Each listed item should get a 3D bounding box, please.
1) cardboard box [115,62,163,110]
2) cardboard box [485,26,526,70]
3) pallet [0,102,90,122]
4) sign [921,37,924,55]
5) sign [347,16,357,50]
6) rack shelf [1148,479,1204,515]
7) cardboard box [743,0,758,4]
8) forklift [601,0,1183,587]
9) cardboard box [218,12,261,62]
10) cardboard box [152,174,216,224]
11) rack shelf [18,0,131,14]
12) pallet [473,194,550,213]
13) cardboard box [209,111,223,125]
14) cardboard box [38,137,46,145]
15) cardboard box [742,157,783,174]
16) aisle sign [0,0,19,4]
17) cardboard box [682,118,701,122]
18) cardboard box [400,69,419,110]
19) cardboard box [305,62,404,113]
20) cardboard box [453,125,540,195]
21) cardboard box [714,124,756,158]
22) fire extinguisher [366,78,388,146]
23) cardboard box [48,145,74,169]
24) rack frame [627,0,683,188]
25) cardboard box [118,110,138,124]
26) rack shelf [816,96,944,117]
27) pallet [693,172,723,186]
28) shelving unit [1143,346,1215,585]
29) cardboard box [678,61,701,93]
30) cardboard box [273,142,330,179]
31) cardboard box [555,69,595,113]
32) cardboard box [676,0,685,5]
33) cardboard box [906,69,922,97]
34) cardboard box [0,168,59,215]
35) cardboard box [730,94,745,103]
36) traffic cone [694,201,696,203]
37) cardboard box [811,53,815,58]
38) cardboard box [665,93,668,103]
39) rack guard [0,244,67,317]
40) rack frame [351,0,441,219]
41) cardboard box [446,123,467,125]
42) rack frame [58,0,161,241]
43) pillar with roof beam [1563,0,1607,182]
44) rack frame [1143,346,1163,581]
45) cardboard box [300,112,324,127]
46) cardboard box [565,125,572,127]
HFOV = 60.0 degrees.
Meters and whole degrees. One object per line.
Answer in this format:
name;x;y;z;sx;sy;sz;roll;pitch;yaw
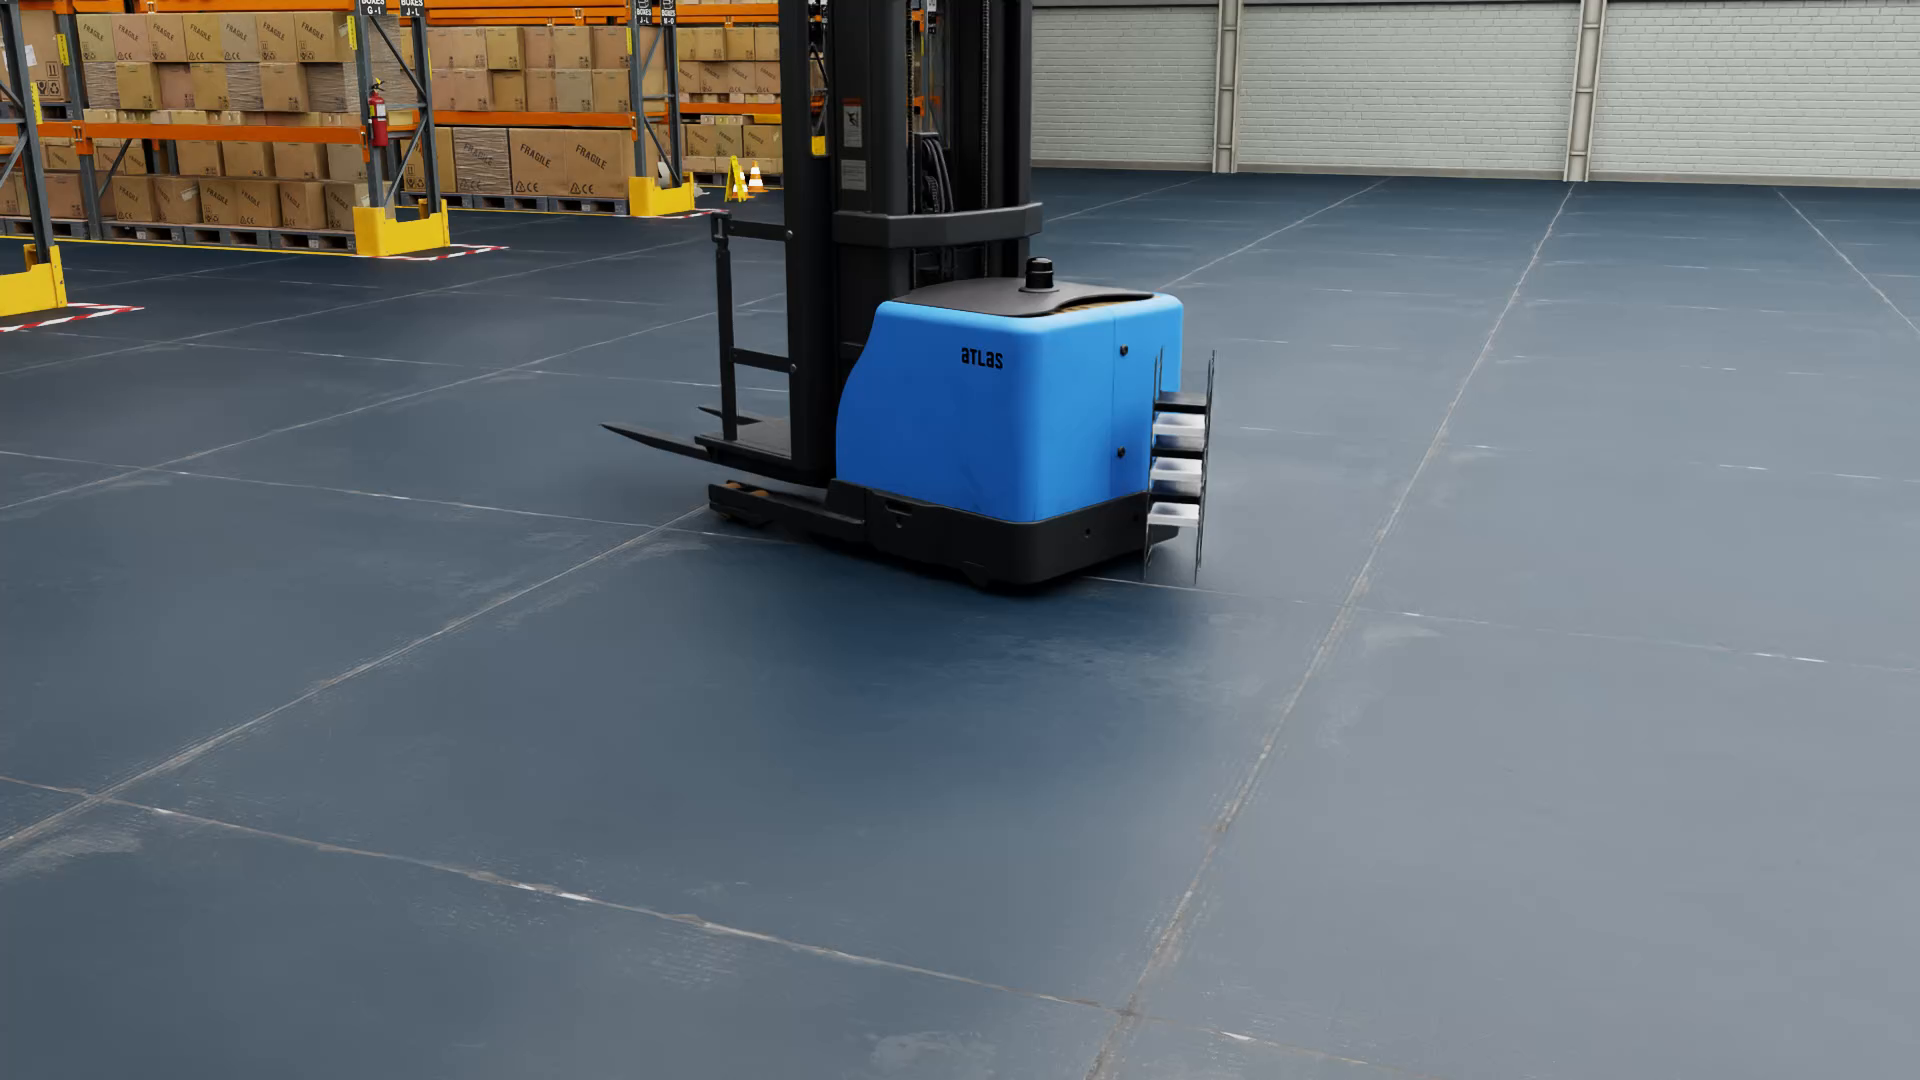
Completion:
cardboard box;-8.793;-5.037;18.431;0.500;0.500;0.875;6;17;21
cardboard box;-5.895;-6.619;22.388;0.500;0.550;0.875;6;17;21
pallet;-10.299;-4.992;19.333;1.213;0.211;1.003;6;17;21
sign;-0.678;-8.948;30.113;0.005;0.325;0.100;6;17;21
sign;-6.143;-5.125;16.804;0.005;0.325;0.100;6;17;21
rack shelf;0.860;-0.176;6.598;0.200;0.077;0.258;5;17;11
cardboard box;-3.197;-8.466;26.026;0.250;0.149;0.380;7;18;22
forklift;-0.490;-1.555;7.273;3.031;2.935;1.130;15;22;42
cardboard box;-7.454;-5.324;17.626;0.500;0.500;0.500;6;17;21
cardboard box;-8.748;-3.862;18.826;0.500;0.500;0.500;13;21;38
rack shelf;-11.502;-6.268;19.294;4.000;0.370;1.077;6;17;21
pallet;-5.910;-4.683;22.925;1.213;0.211;1.003;6;17;21
cardboard box;-7.902;-4.584;18.034;0.250;0.149;0.380;6;17;21
cardboard box;-14.083;-6.226;25.625;0.500;0.250;0.500;7;18;22
cardboard box;-3.157;-6.026;26.729;0.500;0.250;0.500;6;17;20
aisle sign;-7.563;-4.592;12.947;0.004;0.787;0.394;6;17;21
cardboard box;-5.396;-8.019;32.923;0.625;0.625;0.875;6;17;20
cardboard box;-7.380;-6.282;23.163;0.550;0.550;0.875;6;17;21
cardboard box;-6.422;-4.813;17.661;0.500;0.500;0.875;6;17;21
cardboard box;-6.328;-5.252;22.942;0.875;0.875;0.875;6;17;21
cardboard box;-3.612;-6.438;26.802;0.500;0.500;0.500;7;18;23
fire extinguisher;-5.983;-4.391;17.057;0.183;0.674;0.296;6;17;21
cardboard box;-13.594;-5.816;25.557;0.500;0.500;0.500;7;17;22
rack frame;-4.006;-5.835;21.893;0.127;3.000;1.000;6;17;21
cardboard box;-9.081;-4.700;18.435;0.250;0.149;0.380;6;17;21
rack shelf;-2.327;-8.276;31.592;4.000;0.370;1.077;6;17;21
pallet;-4.229;-6.015;27.516;1.213;0.211;1.003;6;17;21
shelving unit;0.863;-0.294;6.563;0.210;0.900;0.258;5;17;11
cardboard box;-4.283;-7.466;26.796;0.500;0.500;0.500;6;17;21
cardboard box;-9.234;-5.506;24.040;0.750;0.750;1.050;6;17;21
cardboard box;-4.888;-5.984;22.137;0.550;0.550;0.875;6;17;21
cardboard box;-4.369;-8.605;26.503;0.250;0.149;0.380;6;17;21
cardboard box;-1.021;-8.447;30.712;0.500;0.500;0.500;6;17;19
cardboard box;-11.162;-4.158;19.812;0.500;0.500;0.700;5;17;16
cardboard box;-3.468;-7.039;26.490;0.250;0.149;0.380;7;17;22
traffic cone;-3.979;-5.040;23.703;0.334;0.463;0.336;6;17;21
cardboard box;-2.772;-9.108;31.290;0.250;0.149;0.380;6;17;20
cardboard box;-4.643;-7.169;26.939;0.250;0.149;0.380;6;17;21
rack guard;-7.826;-2.070;13.406;0.348;0.500;1.175;6;17;21
rack frame;-5.920;-4.559;17.498;0.127;3.000;1.000;6;17;21
cardboard box;-10.300;-8.434;34.575;0.500;0.500;0.500;6;17;19
rack frame;-9.641;-4.968;18.907;0.127;3.000;1.000;6;17;21
pillar with roof beam;8.800;-9.259;22.927;0.400;9.000;9.100;6;17;21
rack frame;0.764;-0.302;6.583;0.006;0.900;0.240;5;17;11
cardboard box;-6.745;-4.452;17.580;0.250;0.149;0.380;6;17;21
cardboard box;-8.198;-8.353;34.295;0.500;0.500;0.500;7;18;23
